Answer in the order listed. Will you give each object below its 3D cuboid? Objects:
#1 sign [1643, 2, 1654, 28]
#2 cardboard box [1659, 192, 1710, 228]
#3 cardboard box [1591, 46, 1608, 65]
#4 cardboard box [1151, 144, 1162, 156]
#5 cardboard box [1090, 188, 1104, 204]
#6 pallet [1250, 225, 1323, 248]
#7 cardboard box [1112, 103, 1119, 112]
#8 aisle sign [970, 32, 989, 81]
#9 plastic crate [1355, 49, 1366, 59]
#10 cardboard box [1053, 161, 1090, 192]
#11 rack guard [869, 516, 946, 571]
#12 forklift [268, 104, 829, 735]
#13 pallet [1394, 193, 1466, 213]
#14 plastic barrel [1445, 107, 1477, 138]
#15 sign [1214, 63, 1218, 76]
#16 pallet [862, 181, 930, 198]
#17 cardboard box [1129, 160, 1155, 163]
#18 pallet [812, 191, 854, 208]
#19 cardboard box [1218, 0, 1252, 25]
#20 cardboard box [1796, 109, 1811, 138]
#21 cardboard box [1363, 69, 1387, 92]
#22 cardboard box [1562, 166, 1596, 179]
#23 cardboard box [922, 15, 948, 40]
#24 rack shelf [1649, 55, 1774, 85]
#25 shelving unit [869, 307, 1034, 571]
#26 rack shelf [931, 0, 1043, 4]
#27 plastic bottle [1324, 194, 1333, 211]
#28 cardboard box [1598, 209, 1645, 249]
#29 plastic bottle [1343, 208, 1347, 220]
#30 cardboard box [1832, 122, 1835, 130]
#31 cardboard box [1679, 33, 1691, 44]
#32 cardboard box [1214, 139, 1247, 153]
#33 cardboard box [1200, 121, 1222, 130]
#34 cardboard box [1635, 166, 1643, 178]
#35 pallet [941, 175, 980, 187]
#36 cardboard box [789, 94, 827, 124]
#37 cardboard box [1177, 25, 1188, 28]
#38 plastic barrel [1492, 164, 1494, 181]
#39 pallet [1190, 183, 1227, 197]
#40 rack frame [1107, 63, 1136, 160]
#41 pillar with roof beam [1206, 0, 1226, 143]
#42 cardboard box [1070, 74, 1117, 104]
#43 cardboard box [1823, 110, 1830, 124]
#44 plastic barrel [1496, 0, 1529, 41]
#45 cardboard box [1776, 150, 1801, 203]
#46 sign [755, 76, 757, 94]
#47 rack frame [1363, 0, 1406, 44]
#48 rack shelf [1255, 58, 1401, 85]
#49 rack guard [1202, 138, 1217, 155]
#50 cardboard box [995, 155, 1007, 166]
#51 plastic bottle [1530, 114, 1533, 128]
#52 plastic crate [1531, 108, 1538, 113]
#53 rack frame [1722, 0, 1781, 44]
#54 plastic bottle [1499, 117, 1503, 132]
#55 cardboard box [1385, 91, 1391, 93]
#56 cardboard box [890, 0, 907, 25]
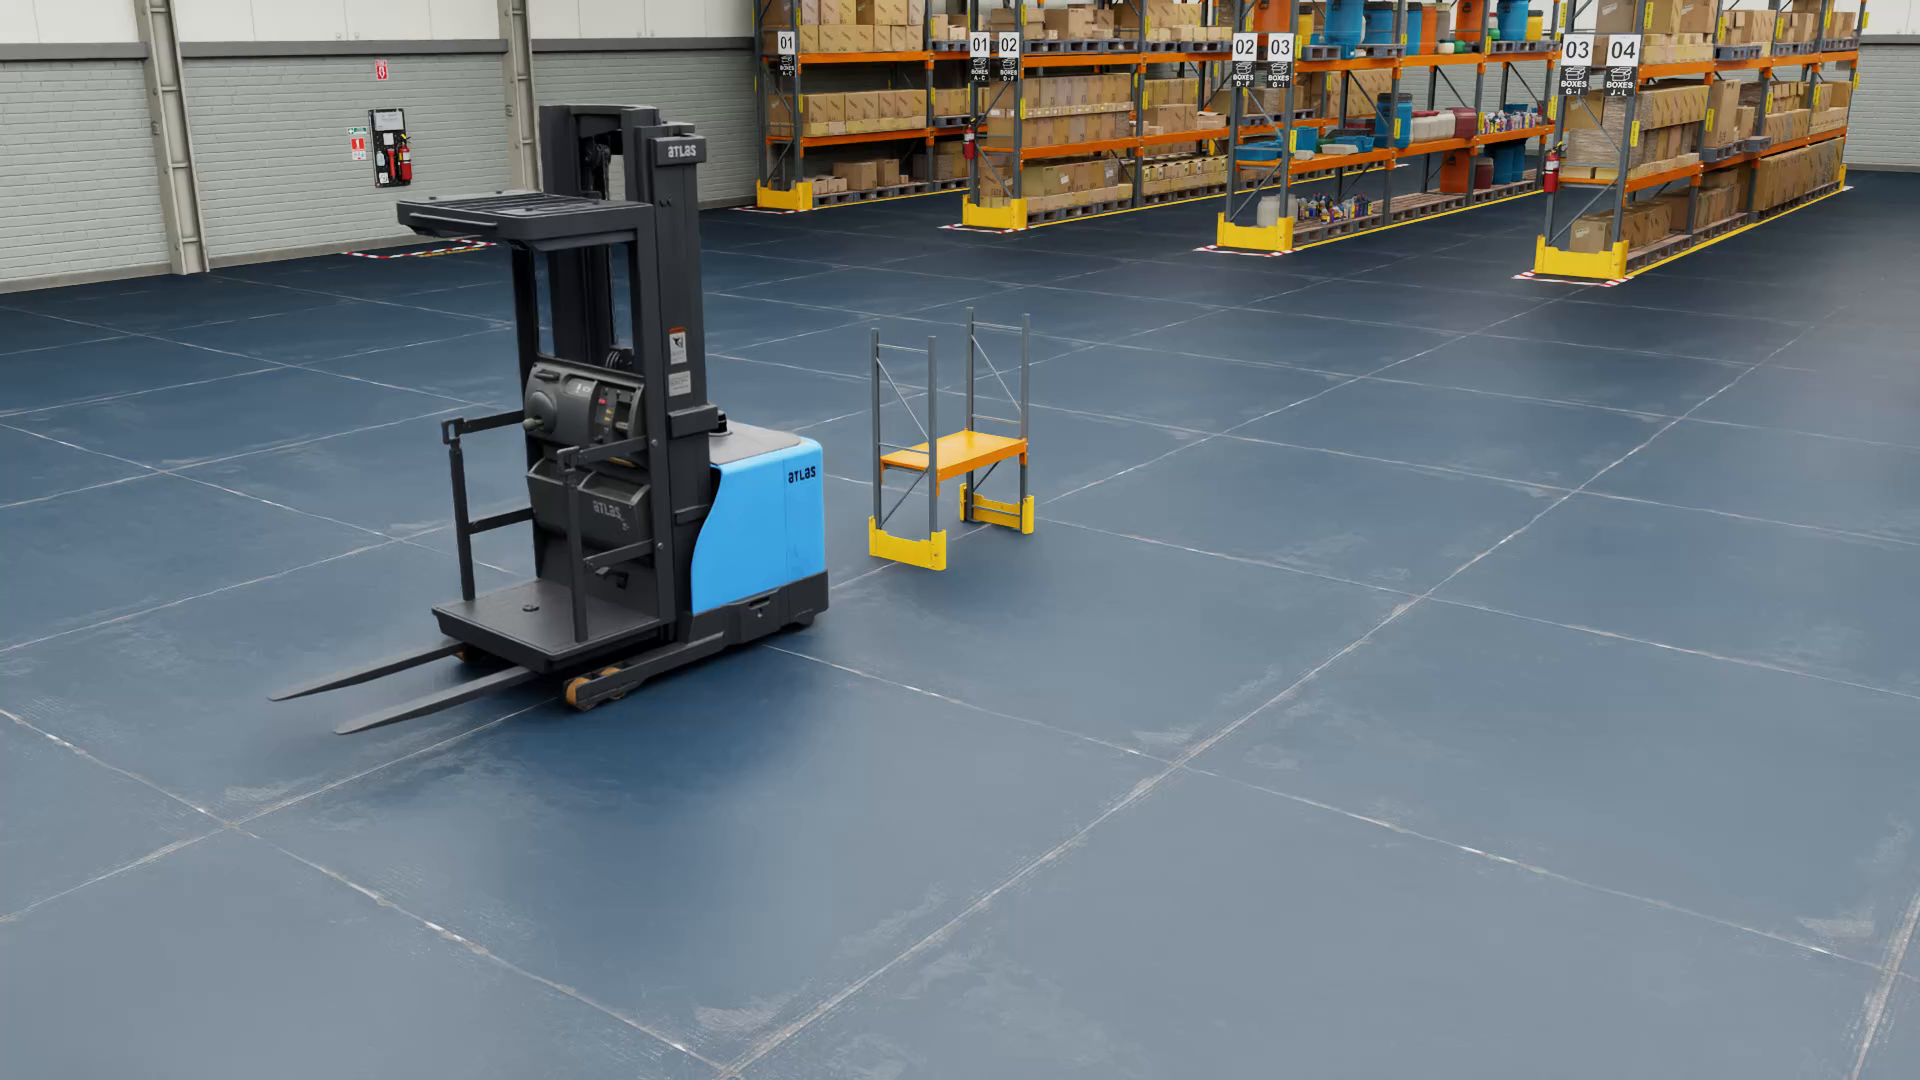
[{"bbox_3d":[8.997,-6.859,21.741,0.100,0.325,0.005,12,21,35],"label":"sign"},{"bbox_3d":[11.627,-5.326,26.811,0.700,0.500,0.500,12,21,34],"label":"cardboard box"},{"bbox_3d":[8.644,-6.625,22.715,0.500,0.250,0.500,13,21,36],"label":"cardboard box"},{"bbox_3d":[4.607,-9.874,41.490,0.700,0.500,0.500,12,21,34],"label":"cardboard box"},{"bbox_3d":[2.298,-6.308,30.427,0.500,0.250,0.500,12,21,35],"label":"cardboard box"},{"bbox_3d":[5.079,-4.867,26.561,1.003,0.211,1.213,12,21,35],"label":"pallet"},{"bbox_3d":[2.698,-7.942,30.499,0.380,0.149,0.250,12,21,33],"label":"cardboard box"},{"bbox_3d":[0.332,-8.134,27.995,0.394,0.787,0.004,12,21,35],"label":"aisle sign"},{"bbox_3d":[6.335,-7.785,26.643,0.243,0.136,0.396,12,21,35],"label":"plastic crate"},{"bbox_3d":[2.001,-6.547,29.932,0.500,0.500,0.500,12,21,35],"label":"cardboard box"},{"bbox_3d":[-0.342,0.017,10.766,0.587,0.250,0.087,12,21,35],"label":"rack guard"},{"bbox_3d":[-2.110,-0.701,8.557,1.130,2.935,3.031,14,22,39],"label":"forklift"},{"bbox_3d":[8.857,-6.376,31.419,1.003,0.211,1.213,12,21,35],"label":"pallet"},{"bbox_3d":[9.317,-7.786,31.029,0.600,0.536,0.708,12,21,35],"label":"plastic barrel"},{"bbox_3d":[6.588,-12.108,42.825,0.100,0.325,0.005,12,21,35],"label":"sign"},{"bbox_3d":[-1.362,-7.185,34.026,1.003,0.211,1.213,12,21,35],"label":"pallet"},{"bbox_3d":[3.606,-7.355,32.852,0.500,0.311,0.500,12,21,35],"label":"cardboard box"},{"bbox_3d":[-2.816,-6.604,32.154,1.003,0.211,1.213,12,21,35],"label":"pallet"},{"bbox_3d":[5.639,-10.822,34.122,0.500,0.500,0.500,12,21,35],"label":"cardboard box"},{"bbox_3d":[15.652,-7.851,31.299,0.500,0.500,0.500,12,21,35],"label":"cardboard box"},{"bbox_3d":[9.796,-10.917,39.486,0.500,0.500,0.500,13,22,36],"label":"cardboard box"},{"bbox_3d":[8.565,-5.089,22.997,0.380,0.149,0.250,12,21,35],"label":"cardboard box"},{"bbox_3d":[-0.600,-10.480,33.999,0.500,0.500,0.500,16,24,42],"label":"cardboard box"},{"bbox_3d":[12.136,-7.623,26.887,1.077,0.370,4.000,12,21,35],"label":"rack shelf"},{"bbox_3d":[-0.045,-0.698,10.963,0.587,1.500,1.083,12,21,35],"label":"shelving unit"},{"bbox_3d":[0.202,-11.490,34.958,1.077,0.370,4.000,12,21,35],"label":"rack shelf"},{"bbox_3d":[6.268,-5.733,28.373,0.144,0.351,0.185,12,21,35],"label":"plastic bottle"},{"bbox_3d":[9.663,-4.551,24.349,0.500,0.500,0.500,15,23,40],"label":"cardboard box"},{"bbox_3d":[6.359,-5.408,27.578,0.097,0.201,0.097,0,17,0],"label":"plastic bottle"},{"bbox_3d":[17.385,-8.347,33.489,0.380,0.149,0.250,13,21,35],"label":"cardboard box"},{"bbox_3d":[10.313,-7.239,24.019,0.380,0.149,0.250,13,22,37],"label":"cardboard box"},{"bbox_3d":[5.773,-8.414,35.490,0.500,0.250,0.500,13,22,37],"label":"cardboard box"},{"bbox_3d":[5.060,-8.378,33.590,0.380,0.149,0.250,12,21,35],"label":"cardboard box"},{"bbox_3d":[9.248,-5.123,23.108,0.380,0.149,0.250,12,21,35],"label":"cardboard box"},{"bbox_3d":[0.199,-7.829,36.099,1.003,0.211,1.213,12,21,35],"label":"pallet"},{"bbox_3d":[-2.847,-8.087,31.183,0.500,0.500,0.500,12,21,35],"label":"cardboard box"},{"bbox_3d":[5.321,-12.680,41.337,0.500,0.250,0.500,12,21,33],"label":"cardboard box"},{"bbox_3d":[10.565,-7.436,33.620,0.421,0.512,0.421,0,17,0],"label":"plastic barrel"},{"bbox_3d":[4.852,-7.241,34.204,1.003,0.211,1.213,12,21,35],"label":"pallet"},{"bbox_3d":[3.777,-10.589,40.283,1.000,3.000,0.127,12,21,35],"label":"rack frame"},{"bbox_3d":[10.532,-14.442,42.575,9.100,9.000,0.400,12,21,35],"label":"pillar with roof beam"},{"bbox_3d":[2.431,-8.249,30.392,0.700,0.500,0.500,12,21,35],"label":"cardboard box"},{"bbox_3d":[16.806,-8.341,32.796,0.500,0.250,0.500,13,22,36],"label":"cardboard box"},{"bbox_3d":[10.839,-10.277,32.668,0.600,0.901,0.708,12,21,35],"label":"plastic barrel"},{"bbox_3d":[14.814,-6.780,30.892,1.225,0.875,0.875,12,21,33],"label":"cardboard box"},{"bbox_3d":[-3.807,-8.537,31.192,0.100,0.325,0.005,12,21,35],"label":"sign"},{"bbox_3d":[6.966,-9.798,27.620,1.000,3.000,0.127,12,21,35],"label":"rack frame"},{"bbox_3d":[5.775,-7.545,26.638,1.077,0.370,4.000,12,21,35],"label":"rack shelf"},{"bbox_3d":[6.174,-10.353,43.740,1.175,0.500,0.348,12,21,35],"label":"rack guard"},{"bbox_3d":[0.606,-8.369,36.610,0.700,0.500,0.500,12,21,35],"label":"cardboard box"},{"bbox_3d":[11.657,-8.568,33.973,0.061,0.283,0.133,12,21,35],"label":"plastic bottle"},{"bbox_3d":[12.742,-9.354,36.488,0.416,0.233,0.300,12,21,35],"label":"plastic crate"},{"bbox_3d":[13.328,-9.875,27.870,1.000,3.000,0.127,12,21,35],"label":"rack frame"},{"bbox_3d":[10.592,-8.143,32.603,0.061,0.283,0.133,12,21,35],"label":"plastic bottle"},{"bbox_3d":[10.092,-10.560,40.022,0.500,0.500,0.500,13,22,36],"label":"cardboard box"},{"bbox_3d":[-1.391,-10.350,32.569,0.500,0.500,0.500,14,22,38],"label":"cardboard box"}]
